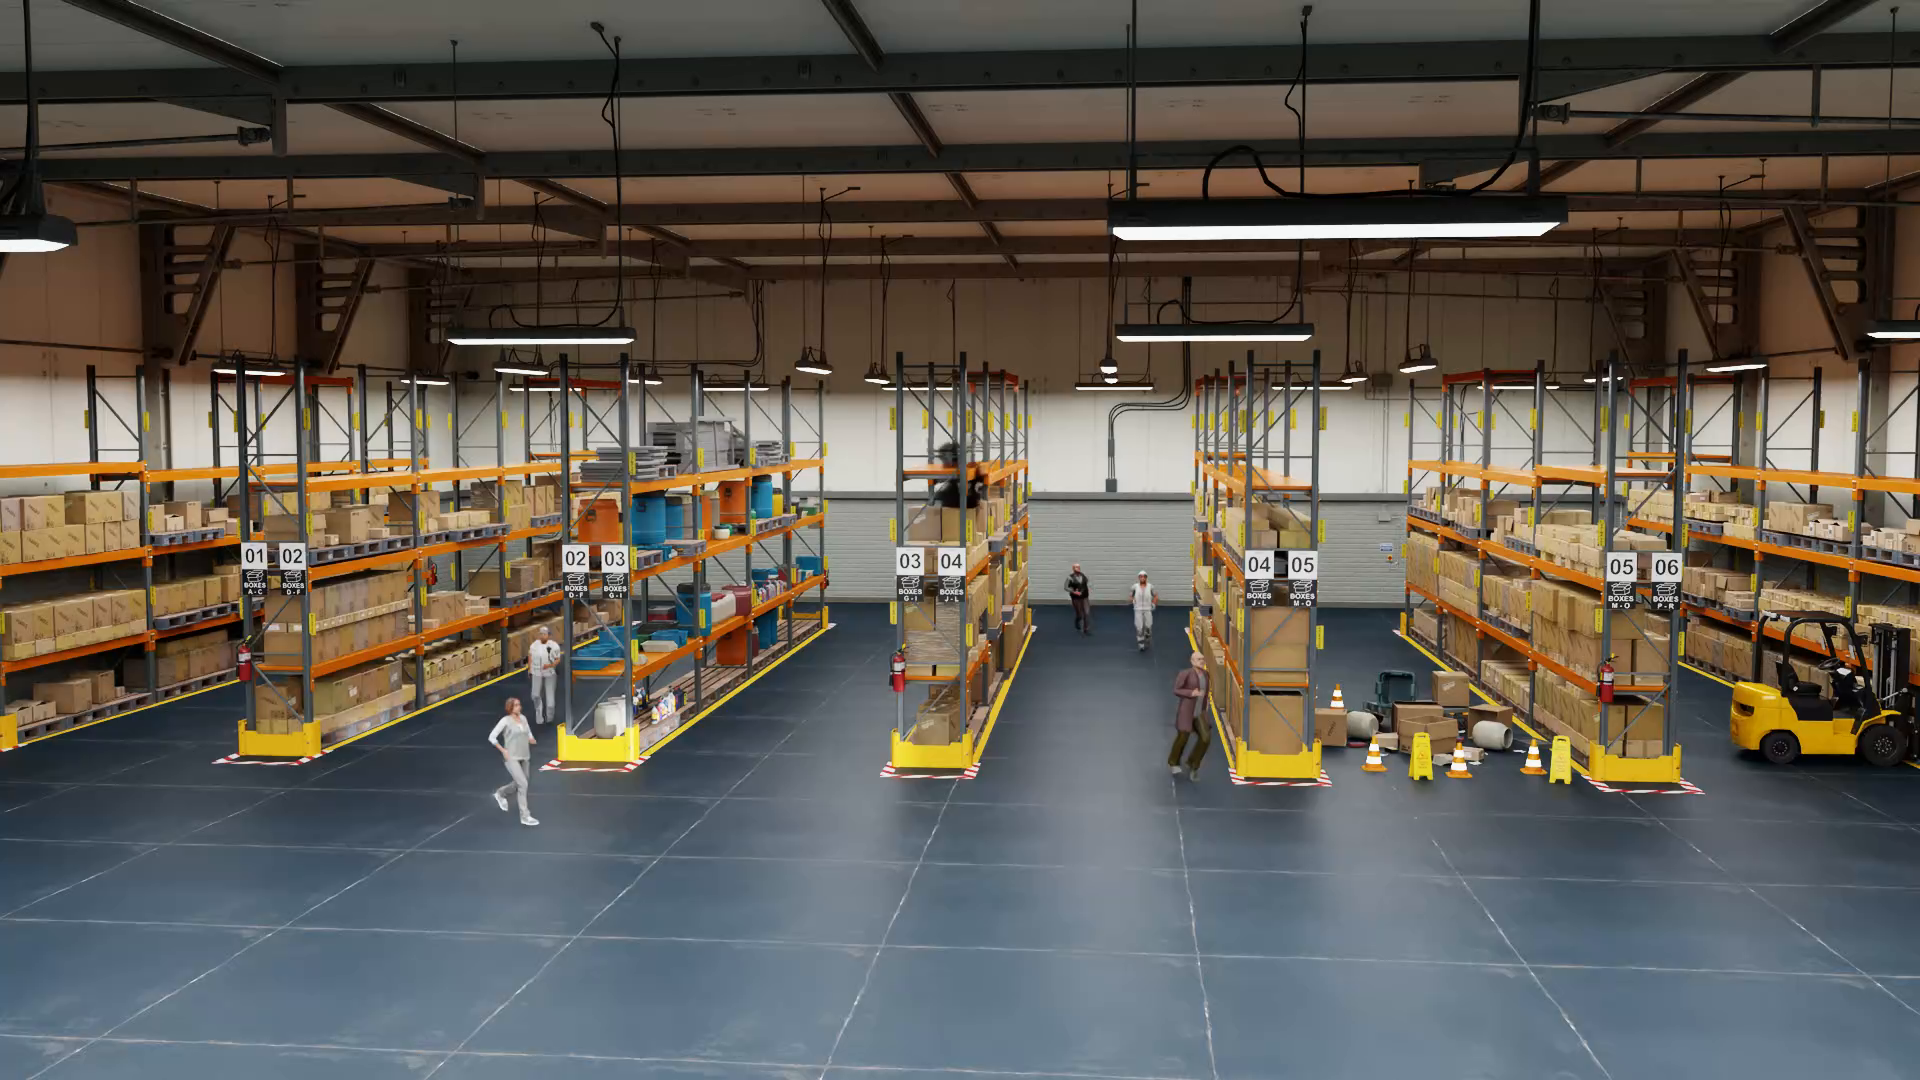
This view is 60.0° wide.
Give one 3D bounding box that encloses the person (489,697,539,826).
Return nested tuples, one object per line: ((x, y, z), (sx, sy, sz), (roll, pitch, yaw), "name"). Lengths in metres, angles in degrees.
((-5.563, 2.746, 20.740), (0.823, 1.550, 0.547), (3, 5, 32), "person")

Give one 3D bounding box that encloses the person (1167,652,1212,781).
((3.296, 2.480, 23.341), (0.706, 1.832, 0.776), (-2, 4, -23), "person")

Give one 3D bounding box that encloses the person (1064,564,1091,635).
((2.781, 1.392, 39.283), (0.699, 1.692, 0.757), (-1, 4, -19), "person")

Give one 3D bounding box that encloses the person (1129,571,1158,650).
((3.993, 1.548, 36.203), (0.644, 1.741, 0.580), (0, 4, 5), "person")

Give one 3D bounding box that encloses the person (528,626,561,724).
((-6.854, 2.232, 27.384), (0.576, 1.631, 0.721), (0, 4, -4), "person")
